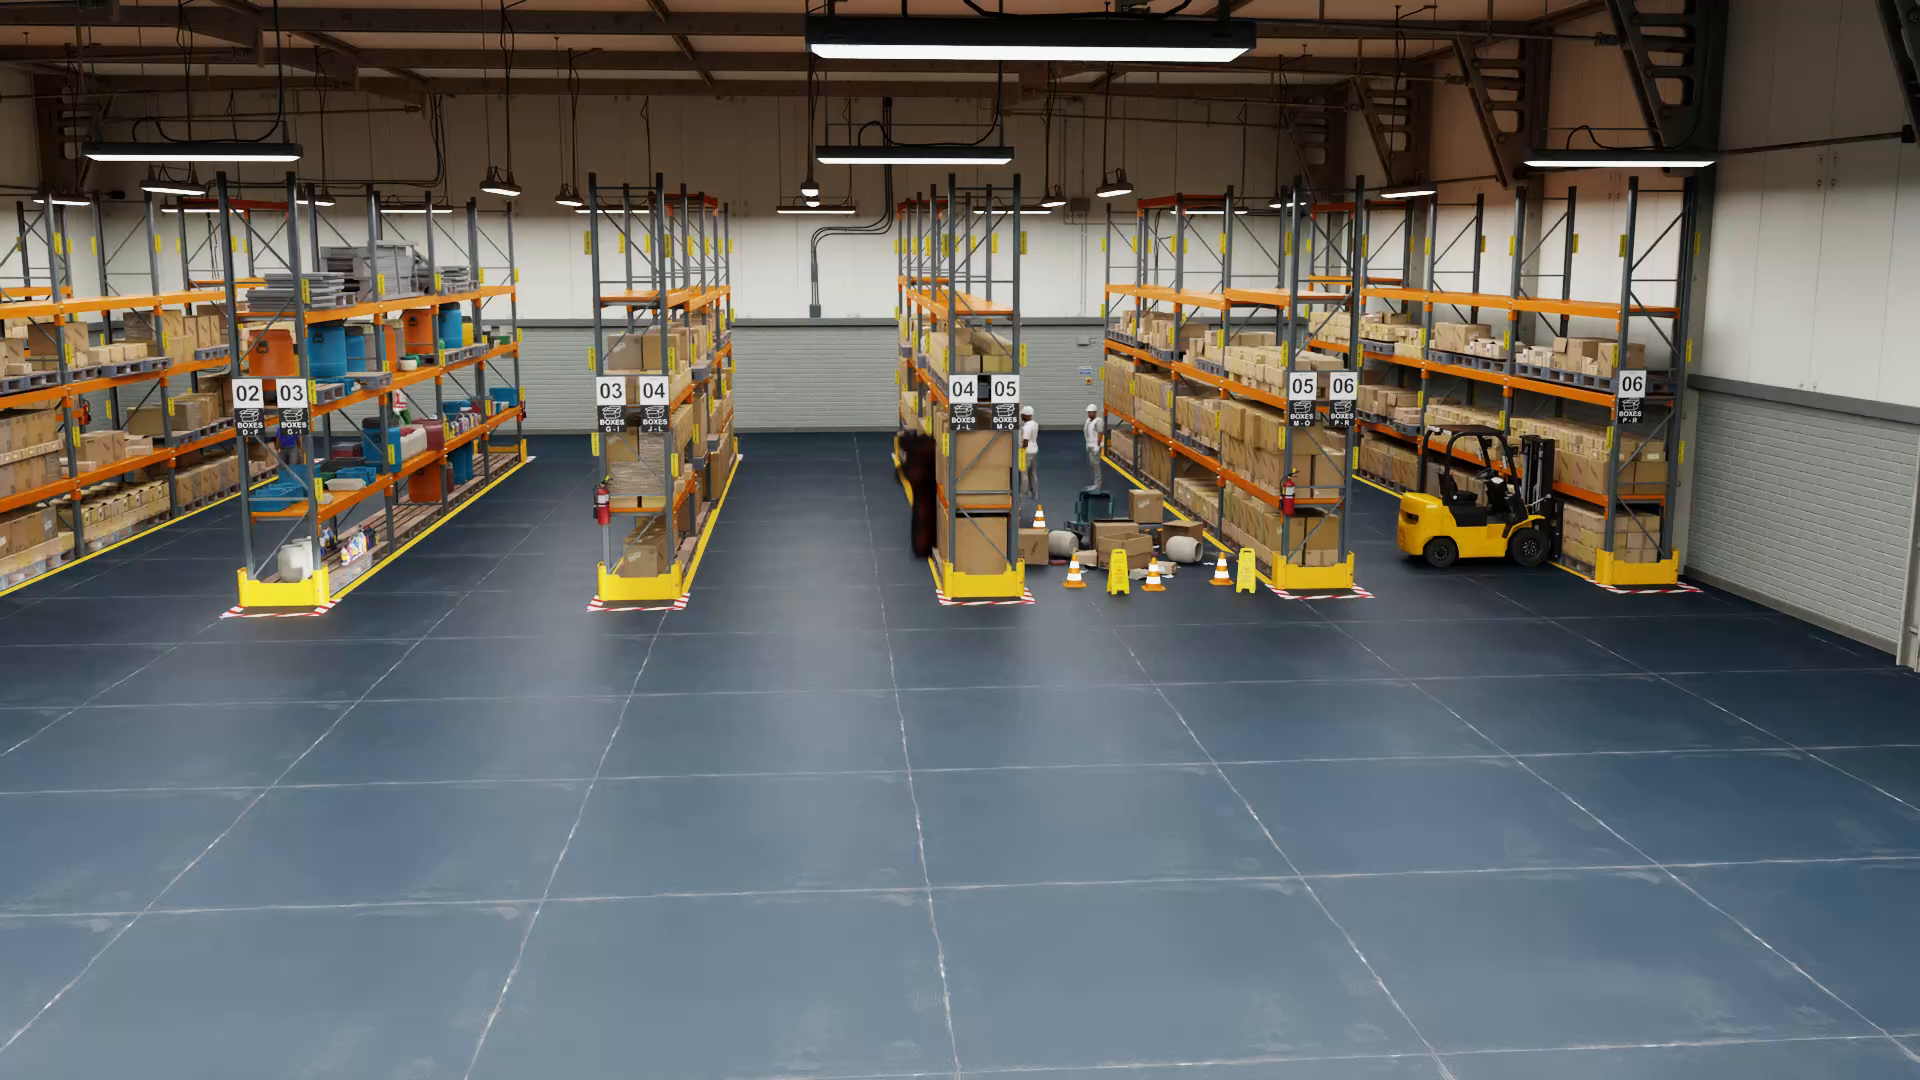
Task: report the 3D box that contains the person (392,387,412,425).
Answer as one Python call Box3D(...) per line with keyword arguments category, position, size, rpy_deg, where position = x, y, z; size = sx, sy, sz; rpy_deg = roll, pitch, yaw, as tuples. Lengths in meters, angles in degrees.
Box3D(category="person", position=(-14.365, -3.345, 42.678), size=(1.031, 1.748, 0.616), rpy_deg=(3, 11, 18))

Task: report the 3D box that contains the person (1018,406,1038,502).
Box3D(category="person", position=(1.226, -1.614, 31.059), size=(0.434, 1.776, 0.613), rpy_deg=(4, 11, 22))

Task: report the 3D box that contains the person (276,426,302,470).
Box3D(category="person", position=(-13.772, -1.799, 34.150), size=(0.465, 1.633, 0.646), rpy_deg=(-1, 10, -8))

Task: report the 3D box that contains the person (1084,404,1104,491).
Box3D(category="person", position=(2.756, -1.914, 34.337), size=(0.374, 1.786, 0.573), rpy_deg=(-2, 10, -14))
